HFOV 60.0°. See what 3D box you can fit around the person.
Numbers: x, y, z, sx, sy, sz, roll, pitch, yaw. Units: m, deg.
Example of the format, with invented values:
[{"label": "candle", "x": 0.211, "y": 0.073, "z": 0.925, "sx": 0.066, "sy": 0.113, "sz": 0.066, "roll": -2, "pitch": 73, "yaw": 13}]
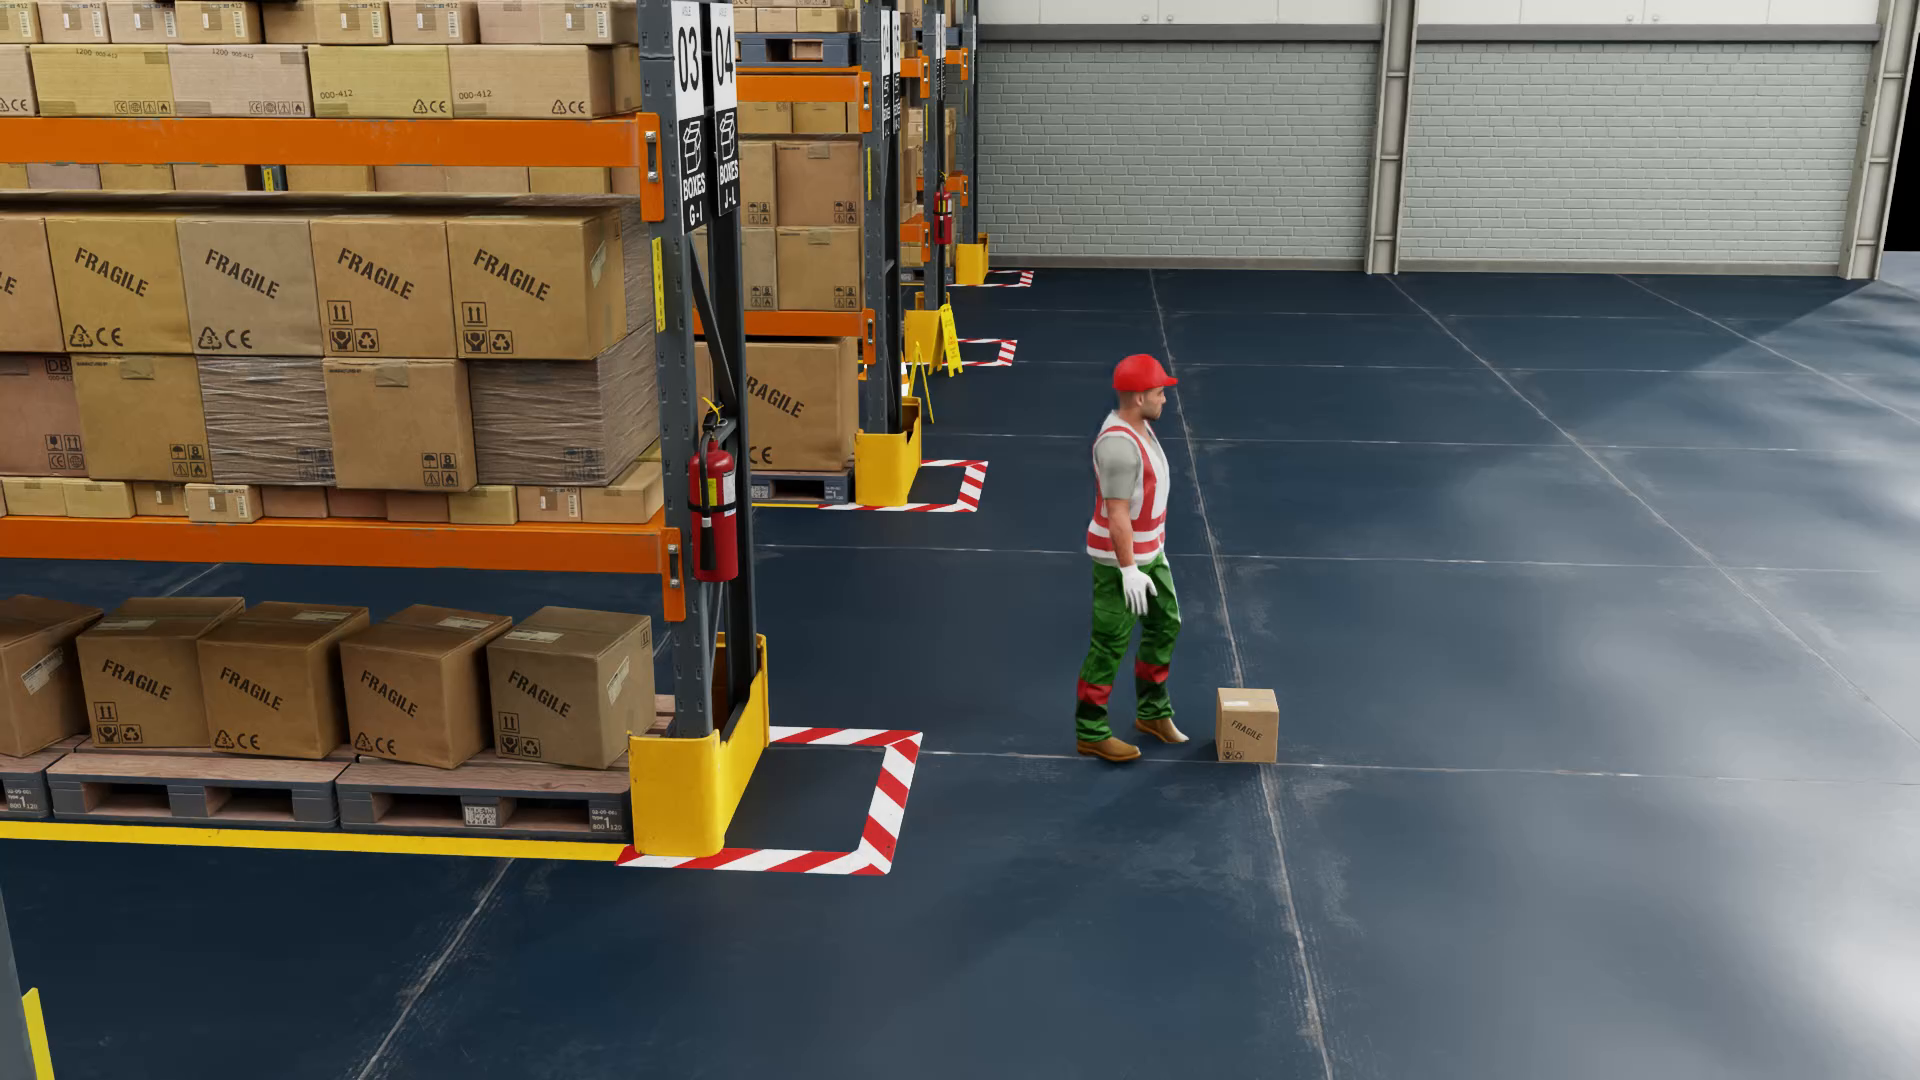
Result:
[{"label": "person", "x": 0.772, "y": 0.115, "z": 7.211, "sx": 0.474, "sy": 1.852, "sz": 0.634, "roll": 7, "pitch": 19, "yaw": 21}]
